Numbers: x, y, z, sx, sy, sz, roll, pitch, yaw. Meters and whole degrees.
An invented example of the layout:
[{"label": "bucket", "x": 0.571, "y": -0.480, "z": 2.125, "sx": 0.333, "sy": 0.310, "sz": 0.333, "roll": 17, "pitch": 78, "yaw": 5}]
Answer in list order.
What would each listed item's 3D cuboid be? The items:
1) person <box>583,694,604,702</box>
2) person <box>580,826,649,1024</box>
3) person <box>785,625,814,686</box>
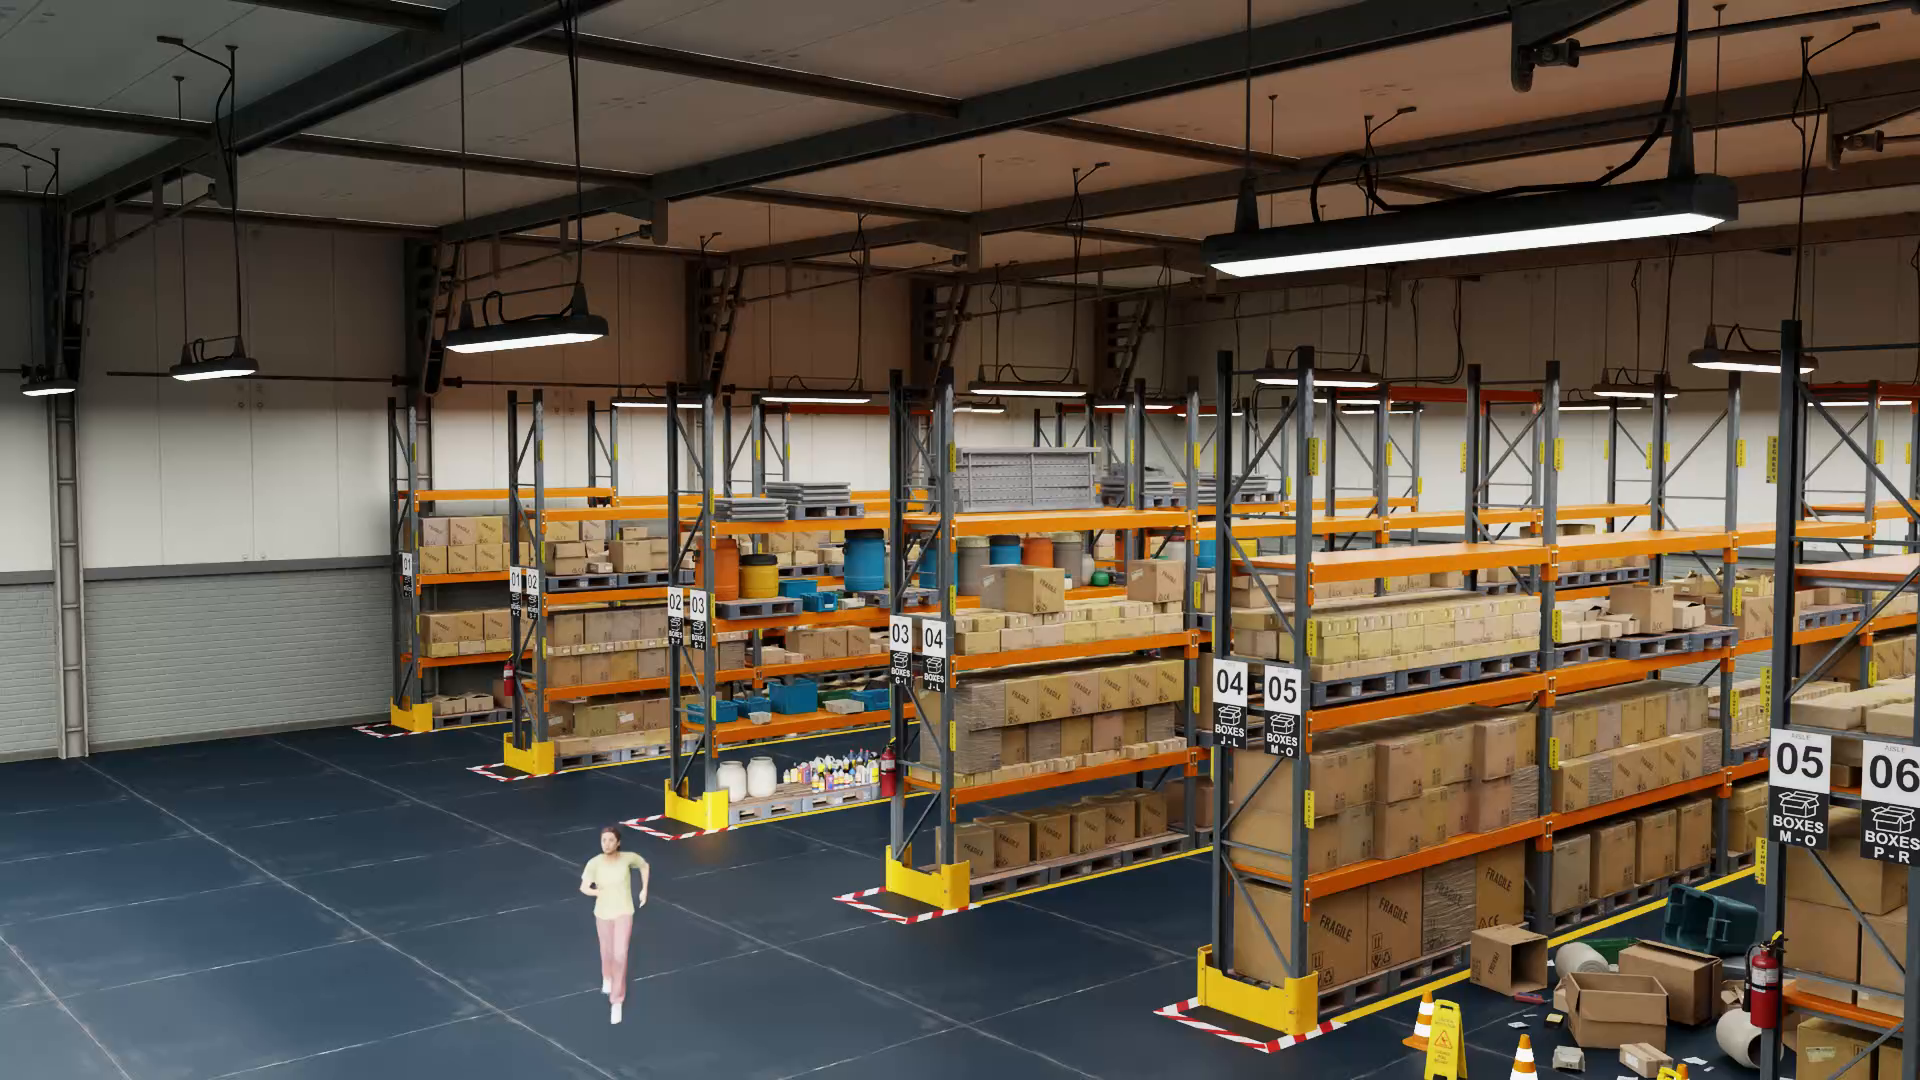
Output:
[{"label": "person", "x": -6.306, "y": 2.601, "z": 28.903, "sx": 0.995, "sy": 1.781, "sz": 0.719, "roll": -3, "pitch": 4, "yaw": -41}, {"label": "person", "x": -3.150, "y": 3.444, "z": 15.196, "sx": 0.584, "sy": 1.714, "sz": 0.882, "roll": 0, "pitch": 3, "yaw": -3}, {"label": "person", "x": -3.233, "y": 2.166, "z": 32.903, "sx": 0.672, "sy": 1.667, "sz": 0.590, "roll": -3, "pitch": 4, "yaw": -41}]
